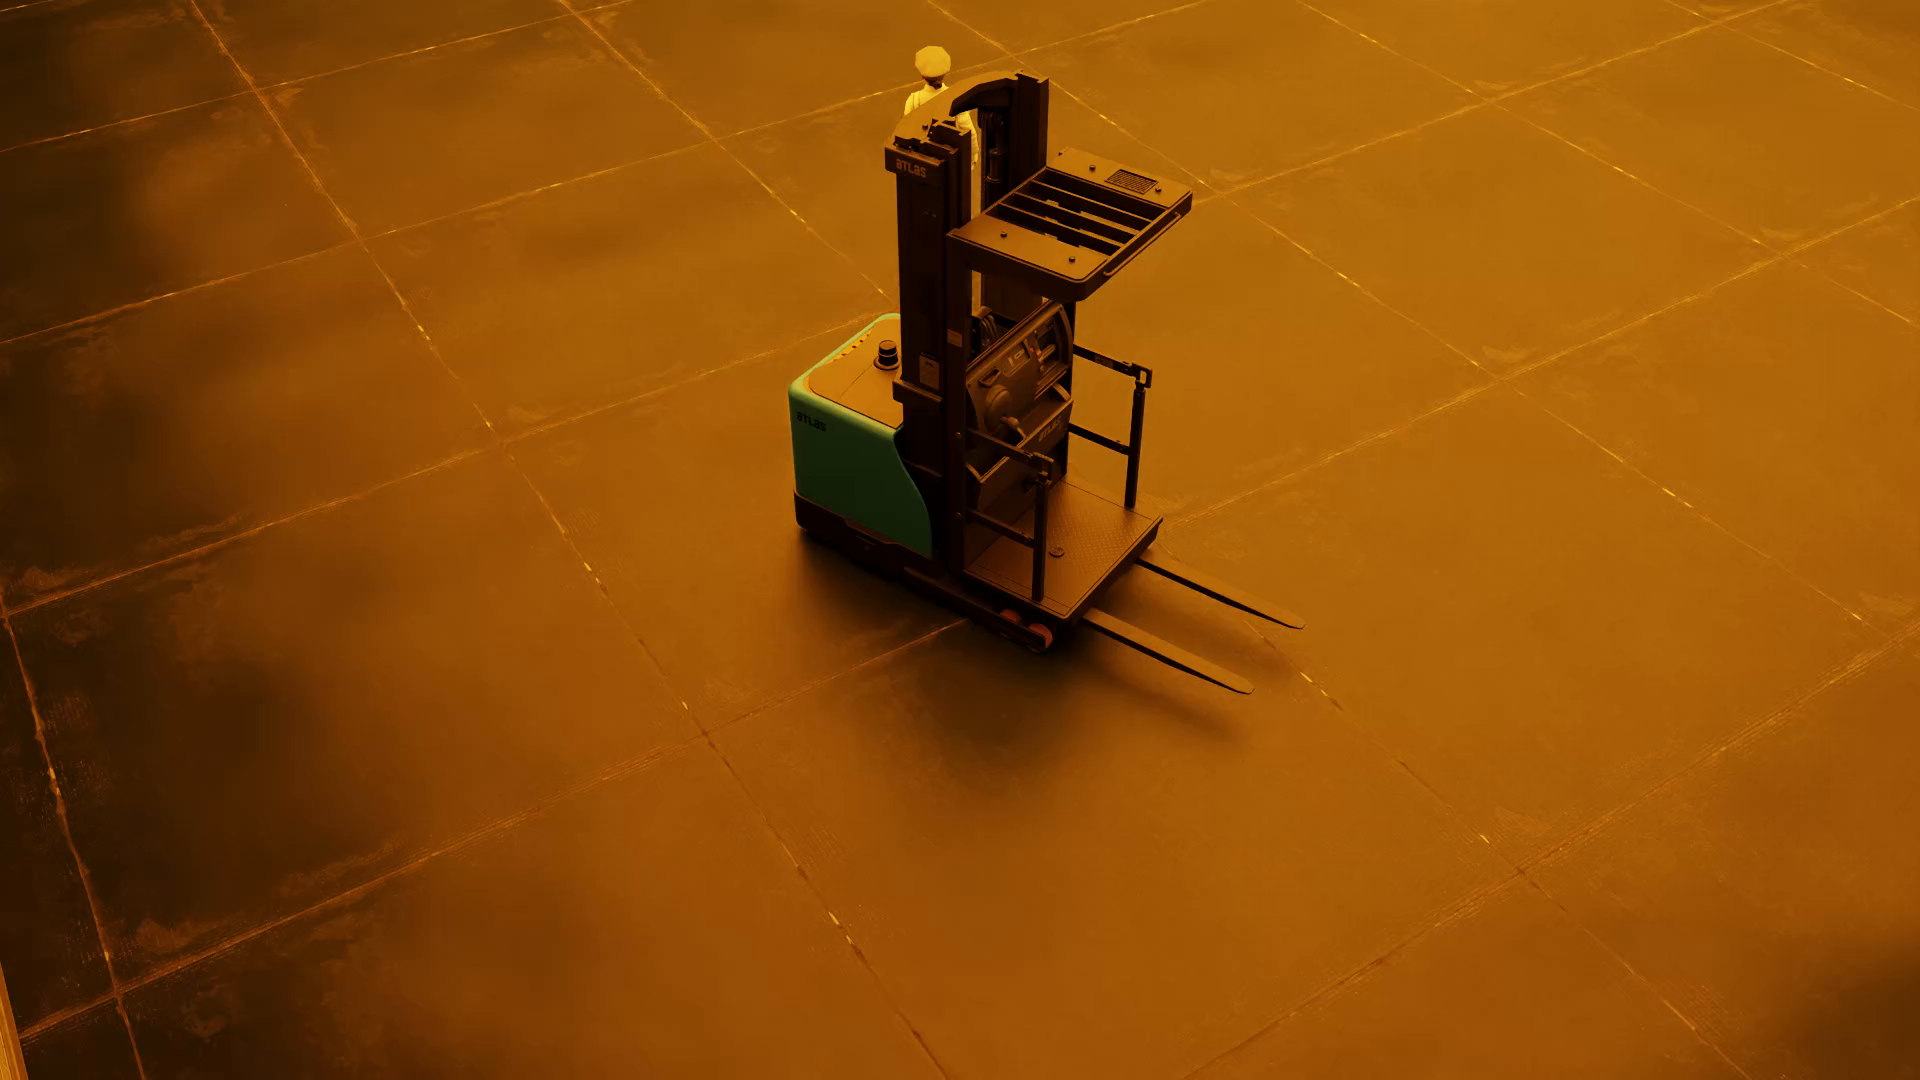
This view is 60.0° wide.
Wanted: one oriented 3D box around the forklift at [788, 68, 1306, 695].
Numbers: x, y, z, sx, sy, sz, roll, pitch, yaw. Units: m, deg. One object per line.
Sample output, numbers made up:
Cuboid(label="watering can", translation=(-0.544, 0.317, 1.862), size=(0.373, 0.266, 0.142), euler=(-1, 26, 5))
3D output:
Cuboid(label="forklift", translation=(0.496, -0.872, 8.869), size=(3.031, 2.935, 1.130), euler=(25, 47, 26))

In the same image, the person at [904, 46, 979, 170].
Cuboid(label="person", translation=(-0.151, -2.782, 11.984), size=(0.588, 1.695, 0.530), euler=(-1, 41, -1))
